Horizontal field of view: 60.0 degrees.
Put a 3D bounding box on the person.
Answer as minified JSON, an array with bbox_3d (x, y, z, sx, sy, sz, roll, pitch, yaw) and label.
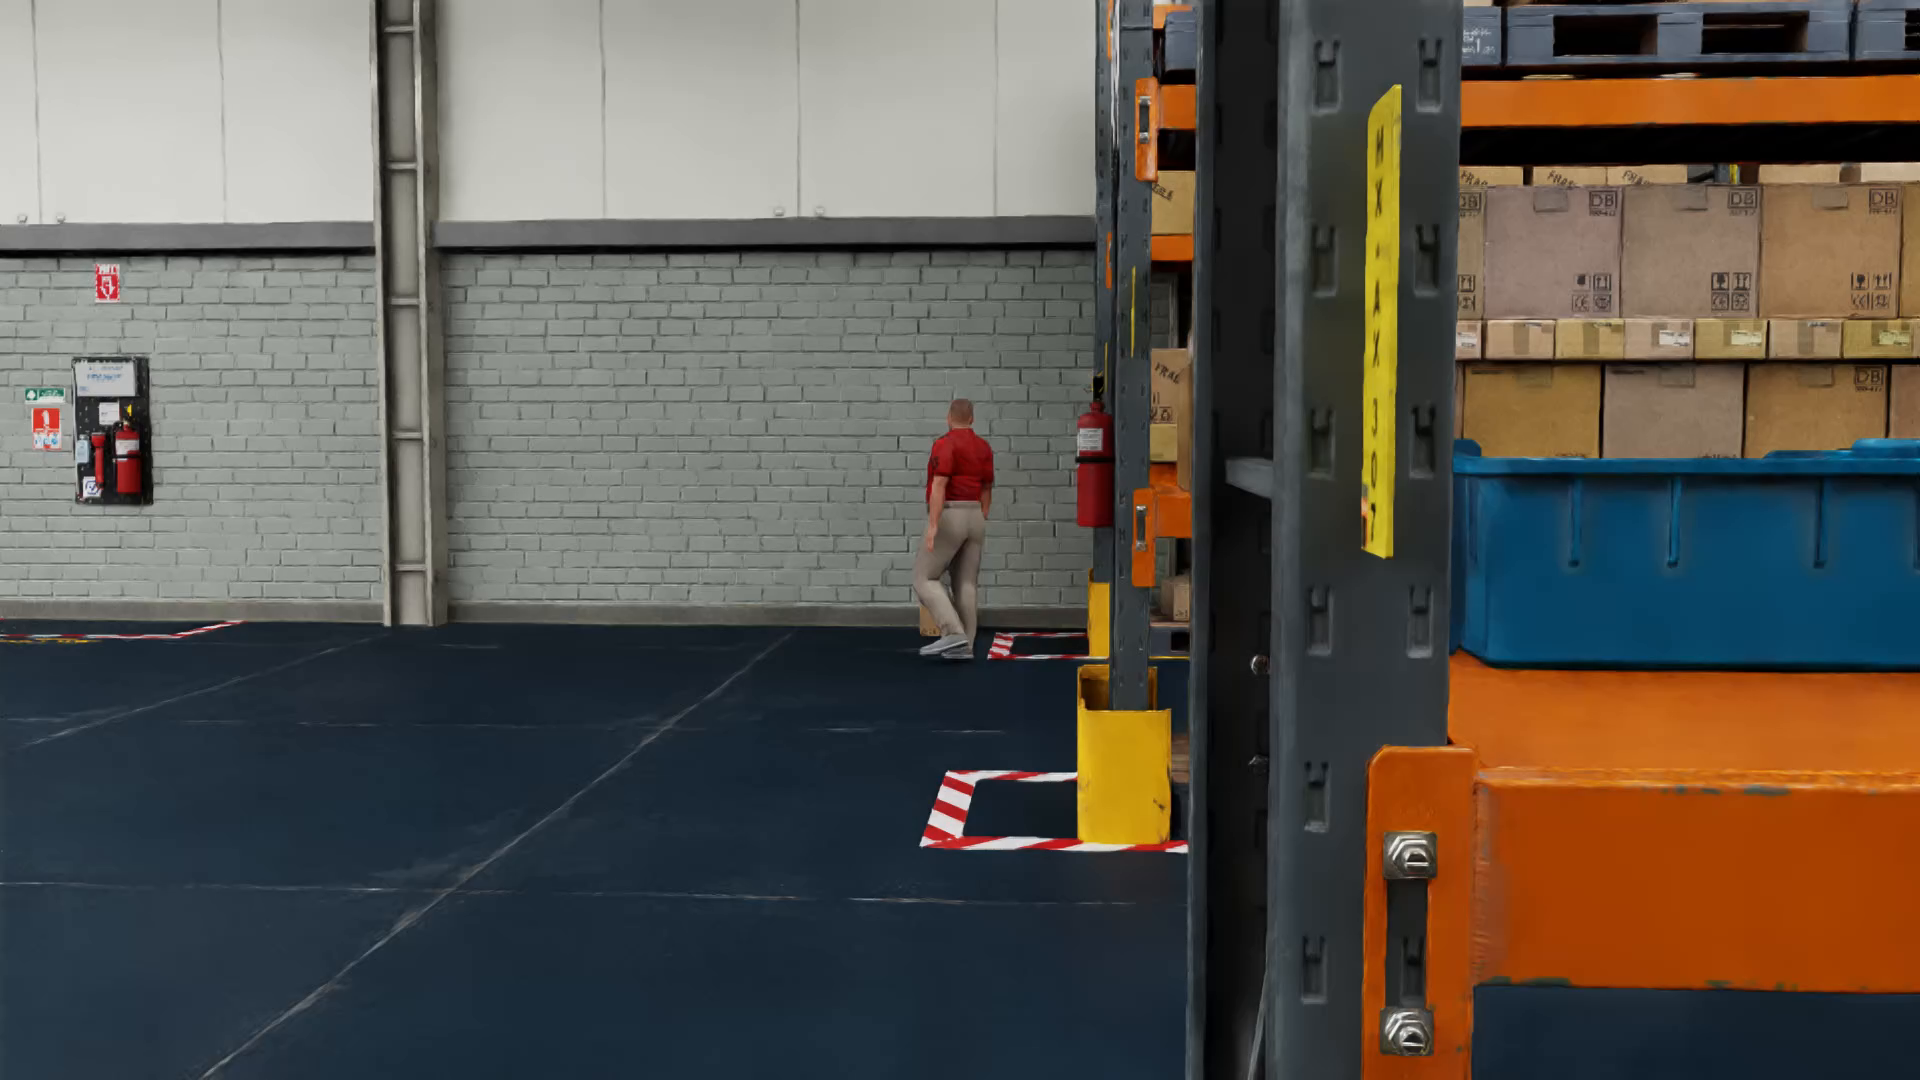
[{"bbox_3d":[-0.032,-0.069,10.904,0.659,1.725,0.467,-4,6,-44],"label":"person"}]
